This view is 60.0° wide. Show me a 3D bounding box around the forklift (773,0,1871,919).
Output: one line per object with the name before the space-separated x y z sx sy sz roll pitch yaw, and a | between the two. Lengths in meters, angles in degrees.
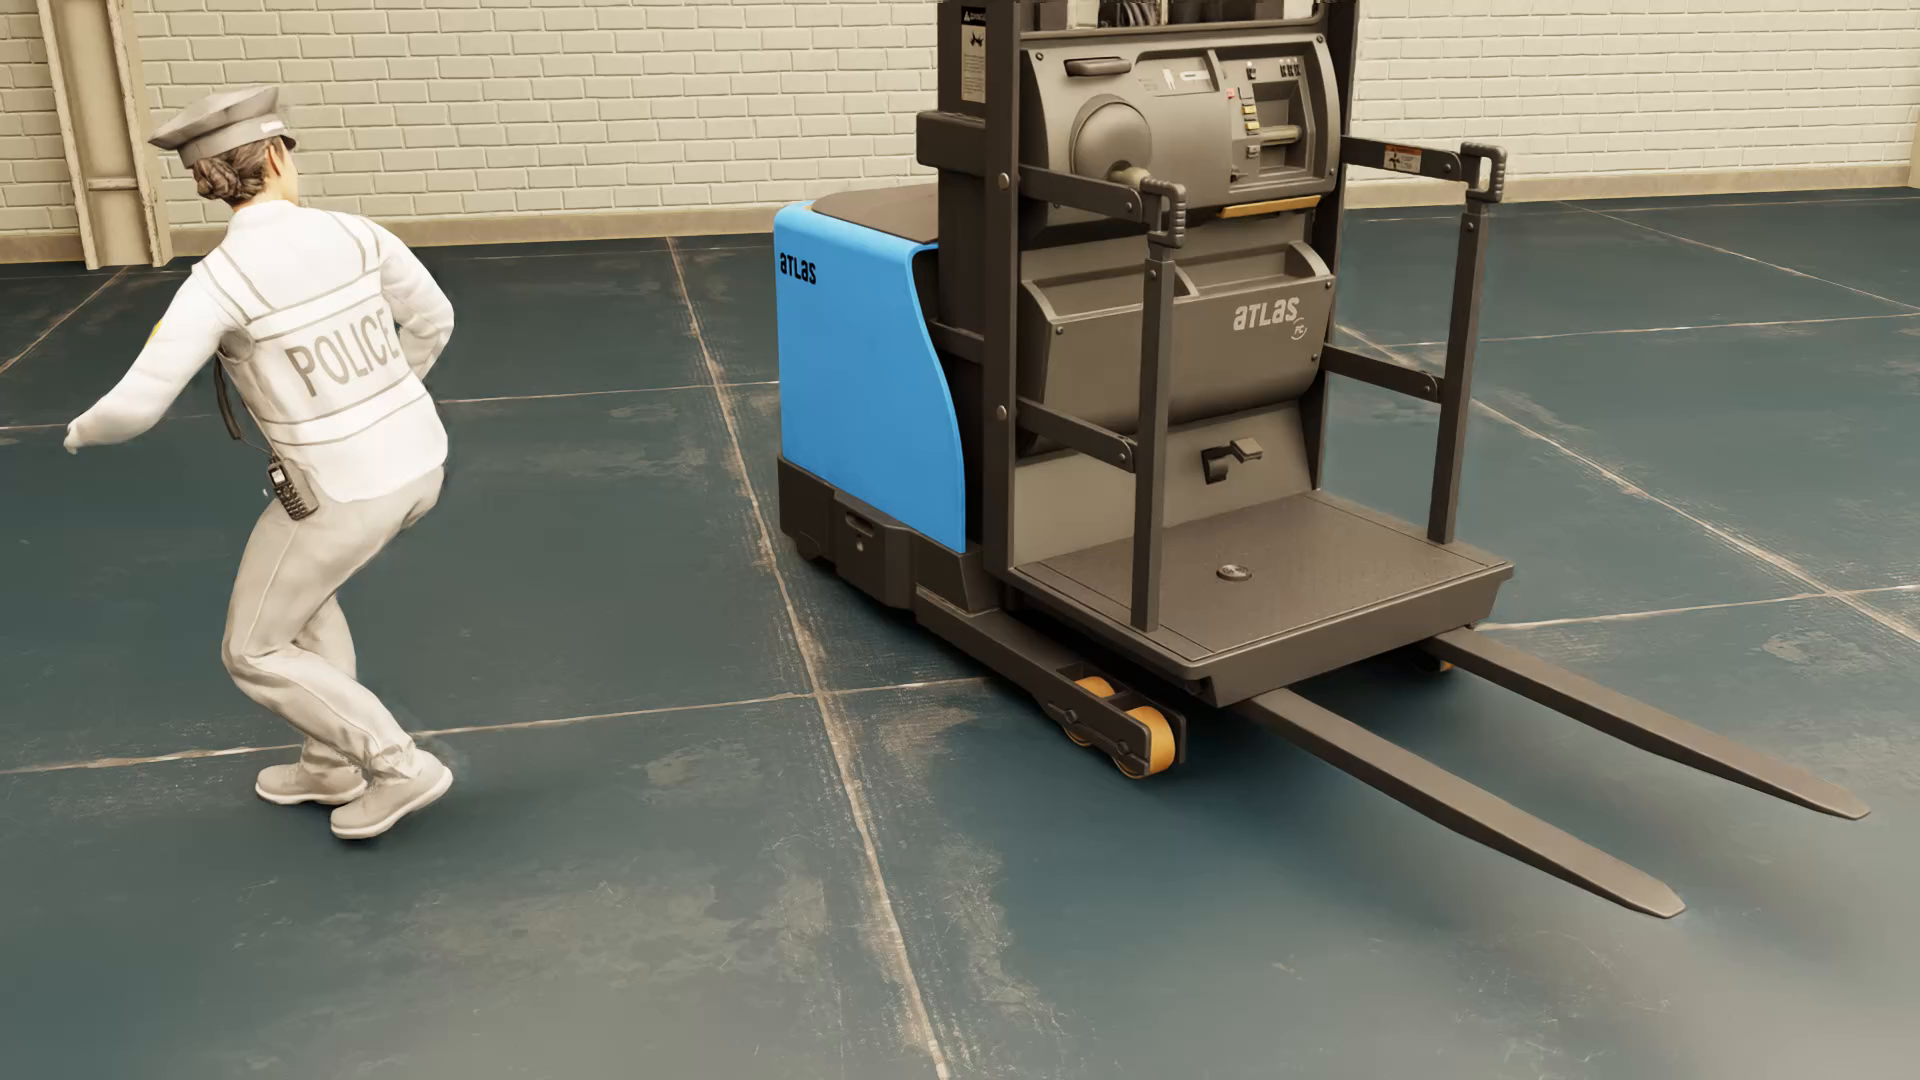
forklift | 0.678 -1.010 3.836 1.130 2.935 3.031 -14 25 -31

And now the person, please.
person | -1.413 -0.149 3.495 0.730 1.570 0.779 8 22 19
